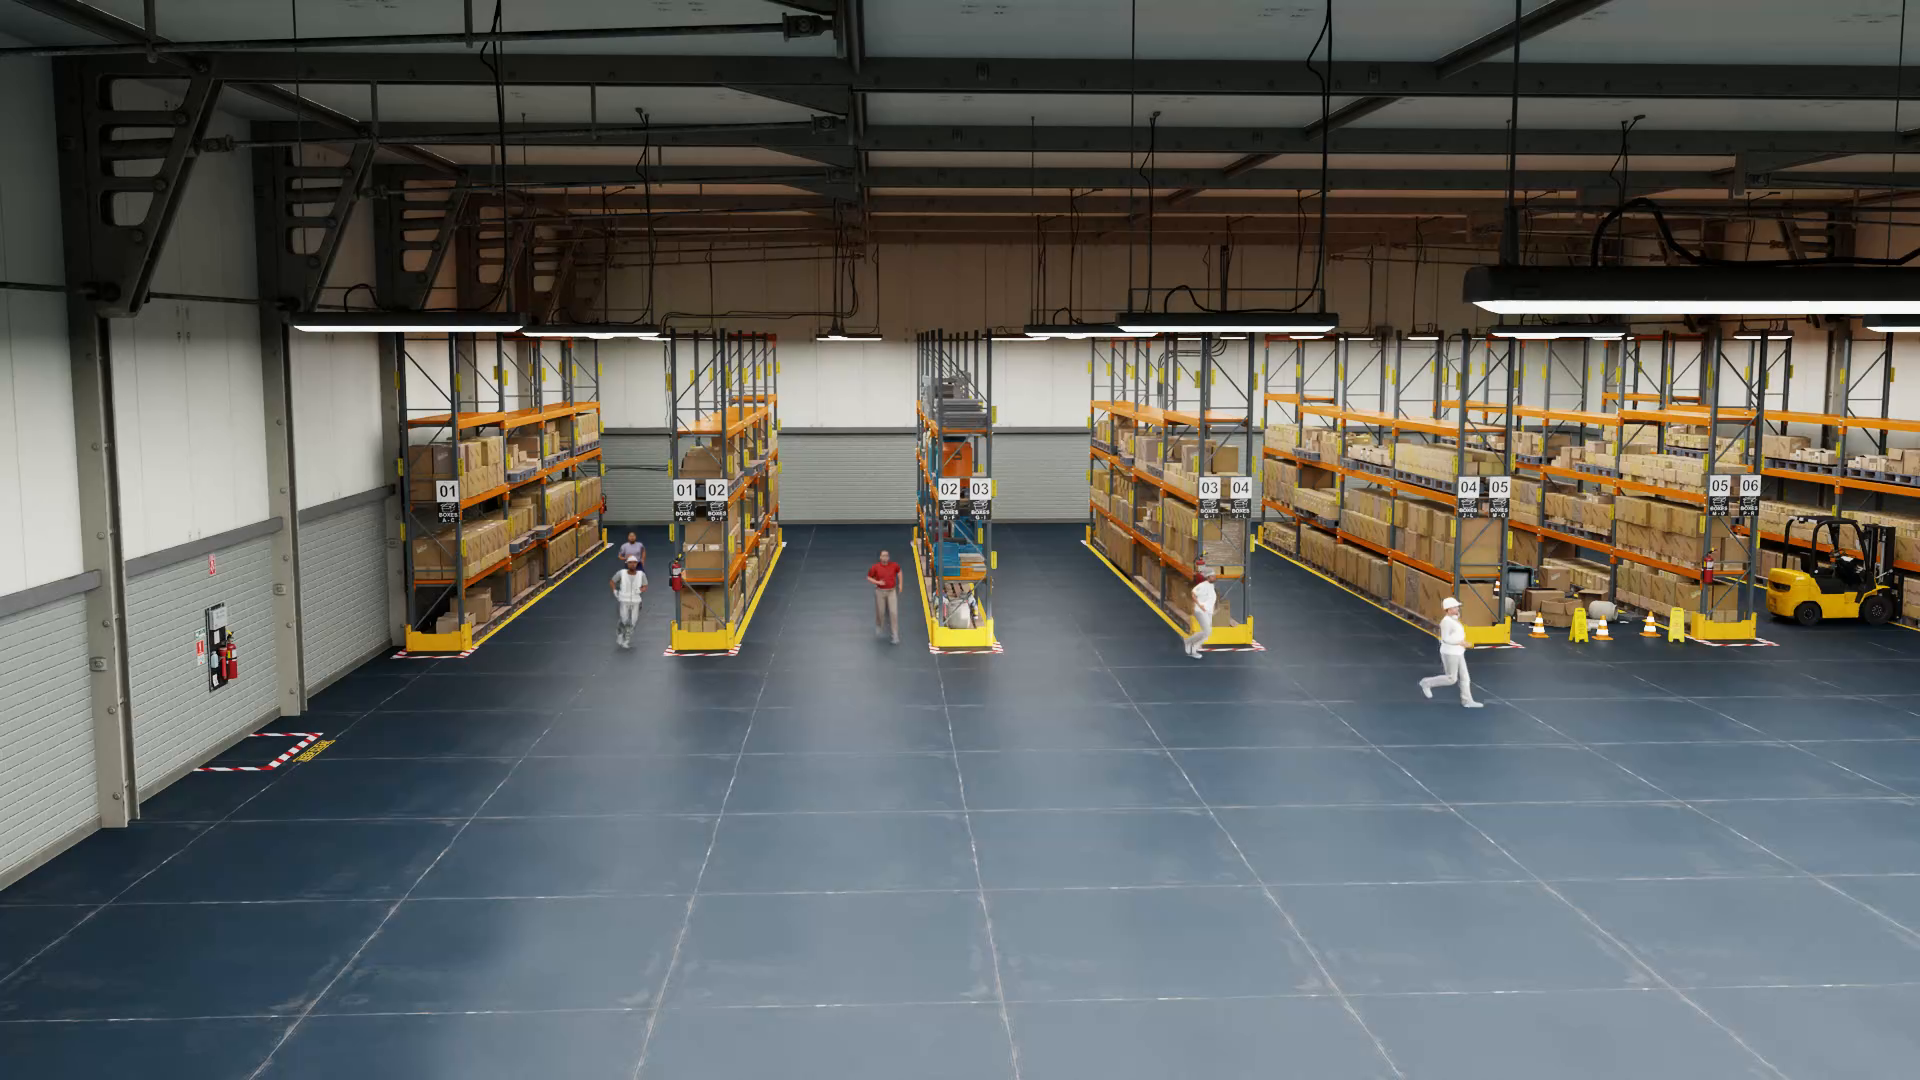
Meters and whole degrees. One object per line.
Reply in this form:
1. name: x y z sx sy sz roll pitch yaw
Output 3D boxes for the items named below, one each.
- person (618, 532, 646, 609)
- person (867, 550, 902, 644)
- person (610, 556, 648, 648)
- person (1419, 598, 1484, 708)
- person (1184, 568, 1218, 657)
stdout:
1. person: -7.116 0.642 36.175 0.606 1.636 0.924 -2 7 -16
2. person: -1.447 1.067 32.162 0.702 1.759 0.929 -1 7 -9
3. person: -6.203 1.171 31.343 0.668 1.750 0.564 -3 7 -24
4. person: 7.774 1.775 26.200 0.984 1.743 0.677 4 8 30
5. person: 4.477 1.326 30.536 0.547 1.611 0.647 5 8 35
